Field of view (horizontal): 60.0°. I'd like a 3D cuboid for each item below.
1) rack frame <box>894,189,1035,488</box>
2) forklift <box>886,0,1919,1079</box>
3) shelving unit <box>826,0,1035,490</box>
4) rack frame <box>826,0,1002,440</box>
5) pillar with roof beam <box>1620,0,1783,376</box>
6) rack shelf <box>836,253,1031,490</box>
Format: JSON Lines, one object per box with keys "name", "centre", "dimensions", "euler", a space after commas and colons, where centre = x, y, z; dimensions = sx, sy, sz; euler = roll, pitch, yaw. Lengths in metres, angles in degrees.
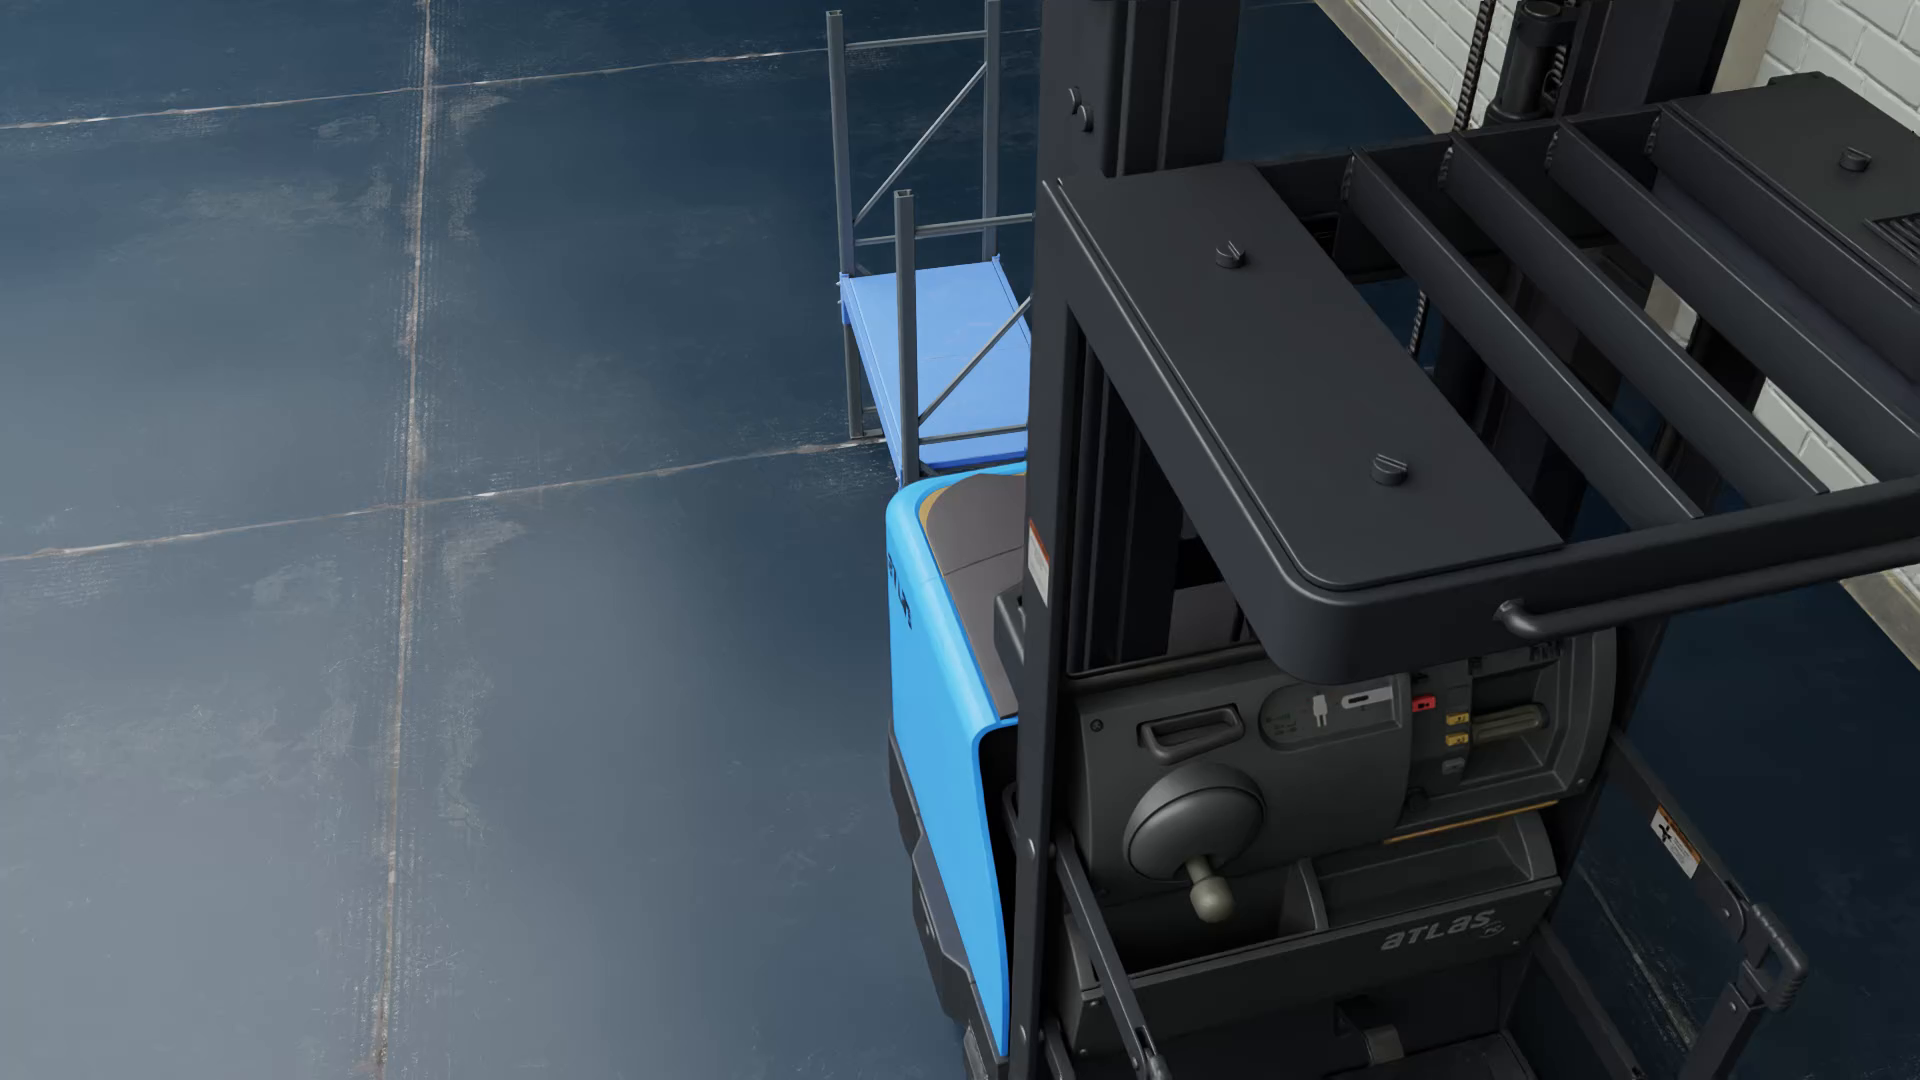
{"name": "rack frame", "centre": [0.091, -0.287, 4.443], "dimensions": [0.500, 1.500, 0.032], "euler": [-8, 42, -9]}
{"name": "forklift", "centre": [0.700, 0.438, 2.549], "dimensions": [1.130, 2.935, 3.031], "euler": [-10, 43, -11]}
{"name": "shelving unit", "centre": [-0.018, -0.616, 4.814], "dimensions": [0.538, 1.500, 1.048], "euler": [-8, 42, -9]}
{"name": "rack frame", "centre": [-0.128, -0.946, 5.186], "dimensions": [0.500, 1.500, 0.032], "euler": [-8, 42, -9]}
{"name": "pillar with roof beam", "centre": [-1.905, -3.460, 2.370], "dimensions": [9.100, 9.000, 0.400], "euler": [-8, 42, -9]}
{"name": "rack shelf", "centre": [-0.018, -0.482, 4.934], "dimensions": [0.538, 0.185, 1.000], "euler": [-8, 42, -9]}
